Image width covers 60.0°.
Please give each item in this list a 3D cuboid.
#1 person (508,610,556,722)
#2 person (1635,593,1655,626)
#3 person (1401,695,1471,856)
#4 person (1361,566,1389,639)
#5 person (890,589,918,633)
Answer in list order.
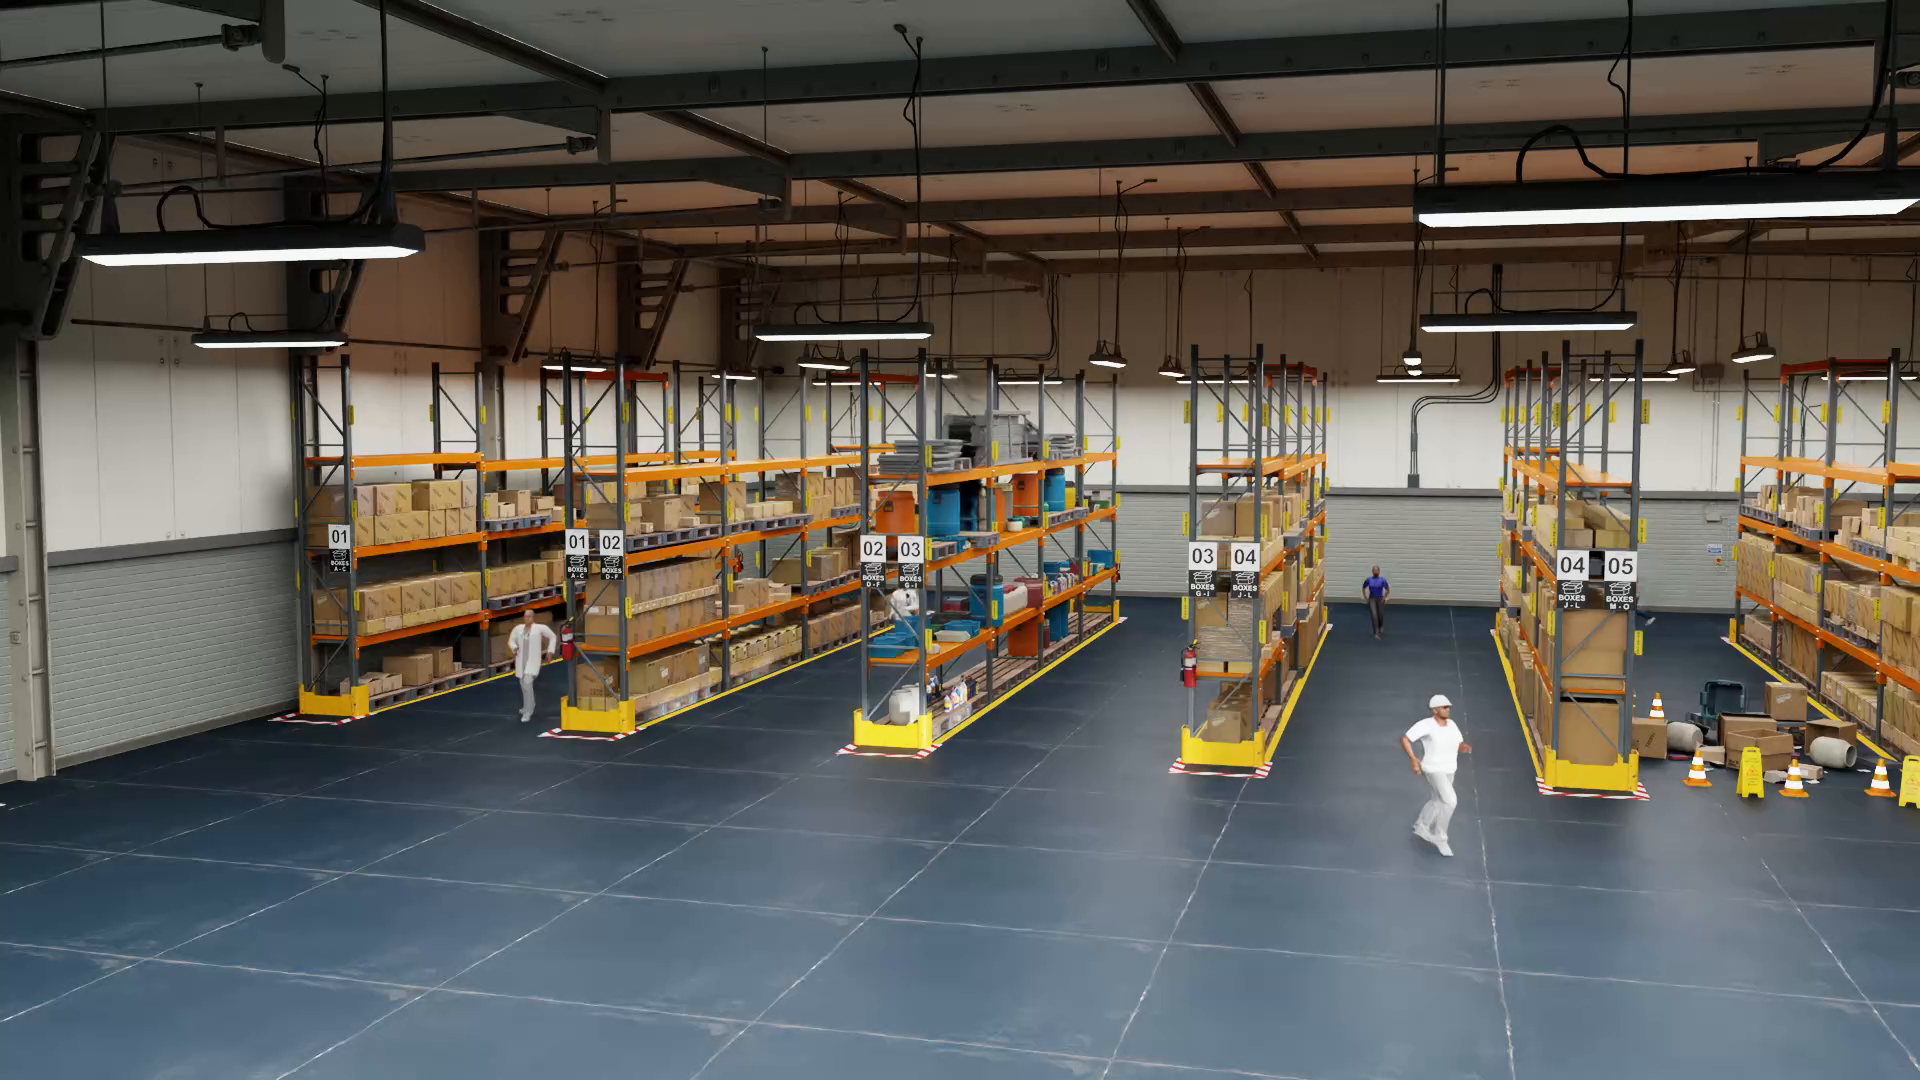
[{"bbox_3d":[-7.081,2.067,27.473,0.747,1.856,0.817,1,4,11],"label":"person"},{"bbox_3d":[15.507,1.363,38.355,1.001,1.555,0.539,1,4,14],"label":"person"},{"bbox_3d":[5.522,2.692,19.132,0.673,1.831,0.754,-3,5,-37],"label":"person"},{"bbox_3d":[9.350,1.441,37.450,0.613,1.553,0.613,1,4,13],"label":"person"},{"bbox_3d":[-1.103,1.497,31.894,0.593,1.660,0.616,1,4,8],"label":"person"}]
